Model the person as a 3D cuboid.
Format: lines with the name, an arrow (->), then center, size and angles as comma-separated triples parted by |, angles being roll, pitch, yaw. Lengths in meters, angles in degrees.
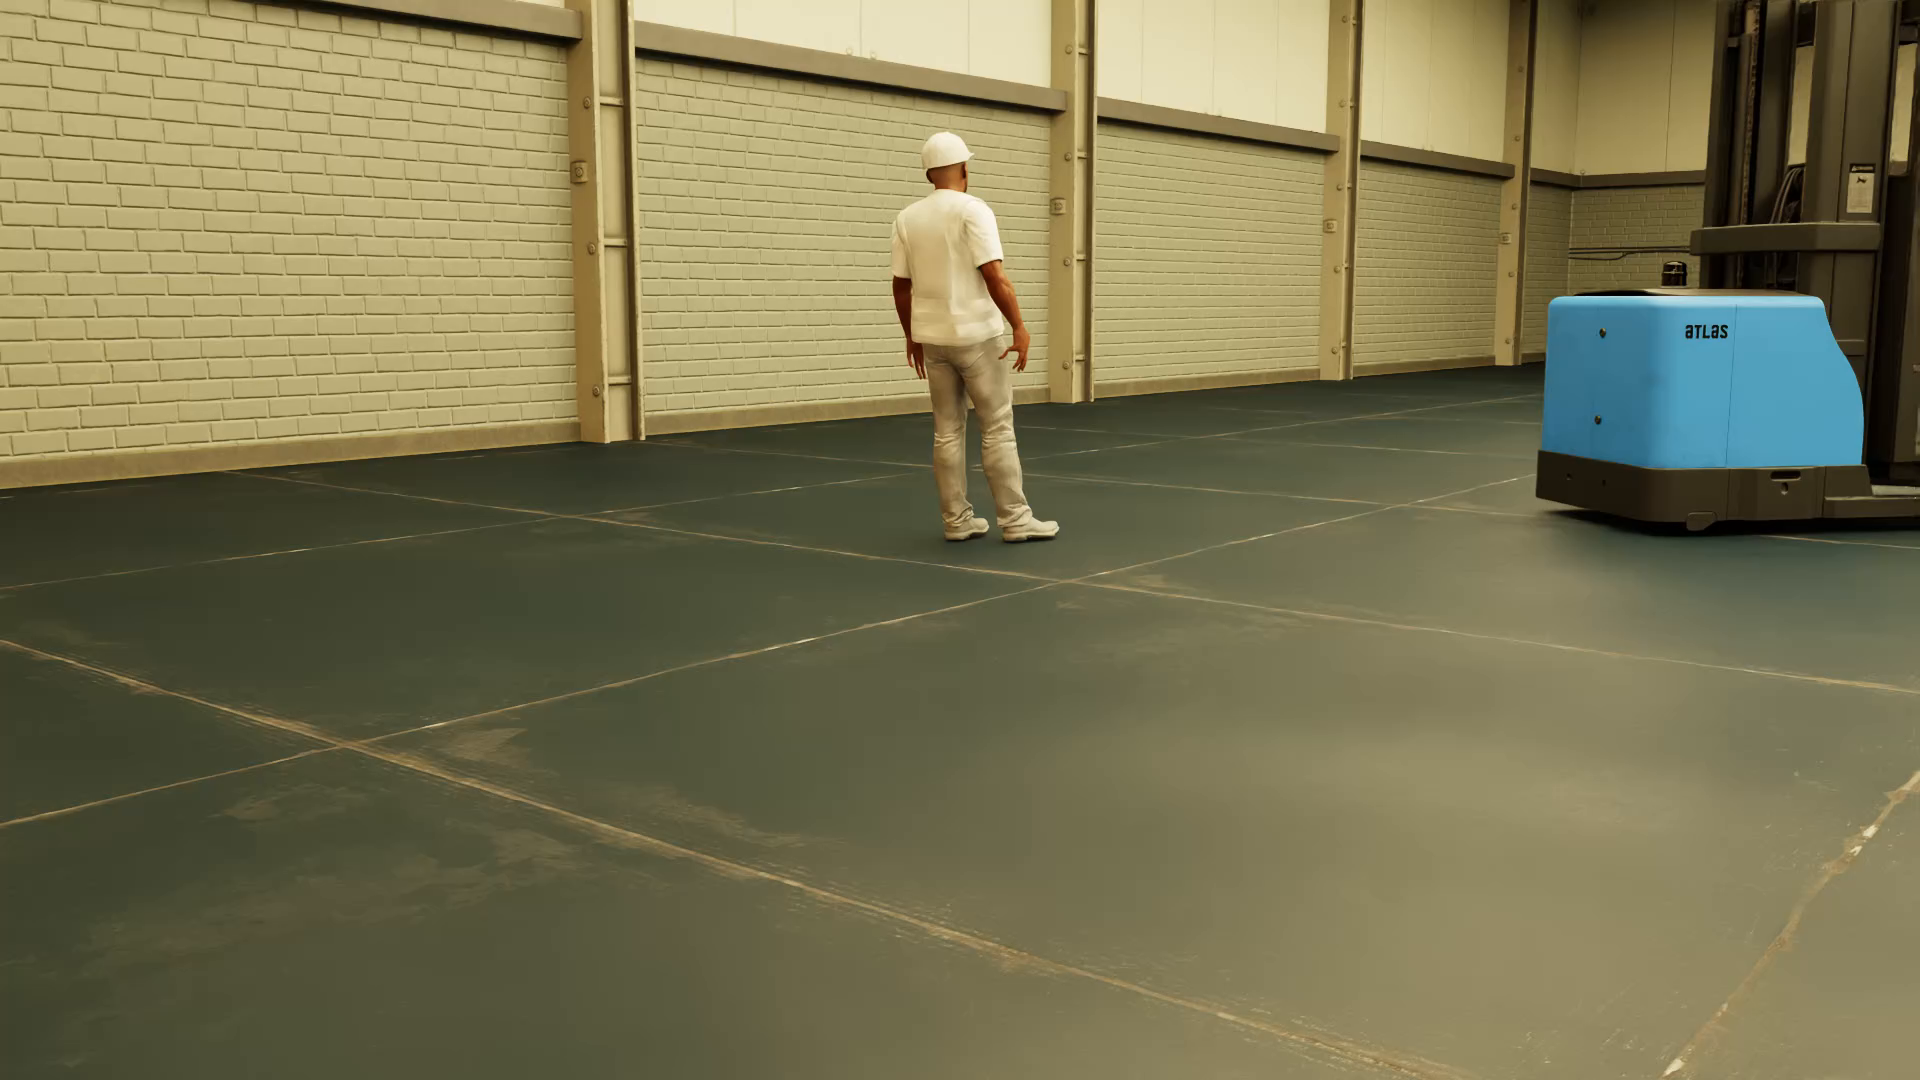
person -> 0.049, -0.888, 7.327 | 0.665, 1.768, 0.575 | 7, 11, 38

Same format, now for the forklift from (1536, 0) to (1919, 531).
forklift -> 4.469, -1.571, 8.016 | 3.031, 2.935, 1.130 | -2, 8, -11
